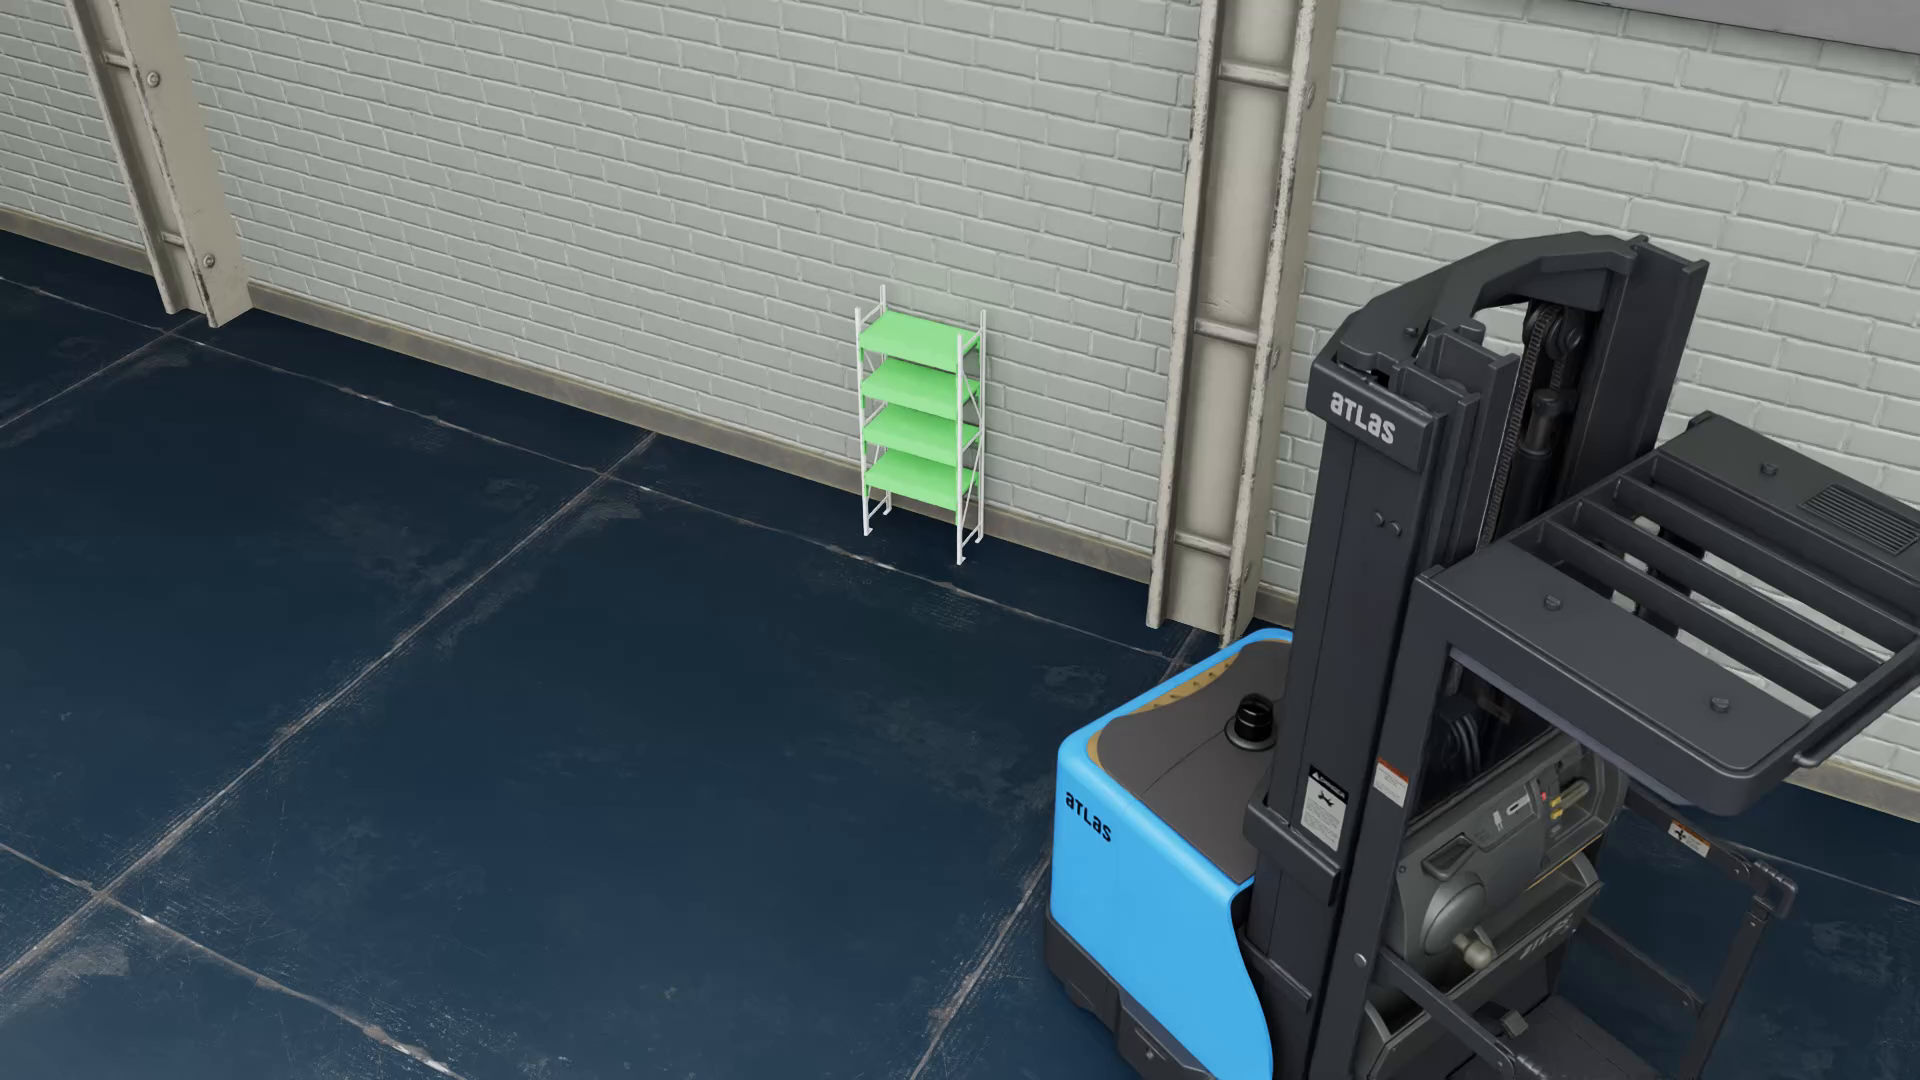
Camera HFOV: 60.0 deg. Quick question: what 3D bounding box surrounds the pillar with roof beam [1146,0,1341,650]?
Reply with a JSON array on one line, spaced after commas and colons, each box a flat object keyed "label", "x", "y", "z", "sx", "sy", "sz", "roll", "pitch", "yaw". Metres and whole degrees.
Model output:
[{"label": "pillar with roof beam", "x": -0.924, "y": -0.928, "z": 1.530, "sx": 0.400, "sy": 9.000, "sz": 9.100, "roll": 17, "pitch": 41, "yaw": 21}]

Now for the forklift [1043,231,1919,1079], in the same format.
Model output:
[{"label": "forklift", "x": 1.581, "y": 0.844, "z": 4.214, "sx": 1.130, "sy": 2.935, "sz": 3.031, "roll": -25, "pitch": 44, "yaw": -29}]

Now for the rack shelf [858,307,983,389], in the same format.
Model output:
[{"label": "rack shelf", "x": -0.168, "y": -0.830, "z": 7.162, "sx": 0.480, "sy": 0.148, "sz": 0.258, "roll": 17, "pitch": 40, "yaw": 21}]

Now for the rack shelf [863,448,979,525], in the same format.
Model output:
[{"label": "rack shelf", "x": -0.169, "y": -0.255, "z": 7.595, "sx": 0.480, "sy": 0.148, "sz": 0.258, "roll": 17, "pitch": 40, "yaw": 21}]

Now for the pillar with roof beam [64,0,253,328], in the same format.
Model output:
[{"label": "pillar with roof beam", "x": -6.252, "y": -2.596, "z": 3.728, "sx": 0.400, "sy": 9.000, "sz": 9.100, "roll": 17, "pitch": 41, "yaw": 21}]

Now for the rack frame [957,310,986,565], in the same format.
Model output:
[{"label": "rack frame", "x": 0.049, "y": -0.431, "z": 7.325, "sx": 0.015, "sy": 1.200, "sz": 0.240, "roll": 17, "pitch": 40, "yaw": 21}]

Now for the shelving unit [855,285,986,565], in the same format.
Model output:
[{"label": "shelving unit", "x": -0.169, "y": -0.498, "z": 7.413, "sx": 0.503, "sy": 1.200, "sz": 0.258, "roll": 17, "pitch": 40, "yaw": 21}]

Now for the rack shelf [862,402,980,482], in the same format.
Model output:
[{"label": "rack shelf", "x": -0.169, "y": -0.447, "z": 7.451, "sx": 0.480, "sy": 0.148, "sz": 0.258, "roll": 17, "pitch": 40, "yaw": 21}]

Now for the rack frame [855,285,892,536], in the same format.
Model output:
[{"label": "rack frame", "x": -0.386, "y": -0.565, "z": 7.500, "sx": 0.015, "sy": 1.200, "sz": 0.240, "roll": 17, "pitch": 40, "yaw": 21}]

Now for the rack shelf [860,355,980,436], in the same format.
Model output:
[{"label": "rack shelf", "x": -0.168, "y": -0.639, "z": 7.307, "sx": 0.480, "sy": 0.148, "sz": 0.258, "roll": 17, "pitch": 40, "yaw": 21}]
